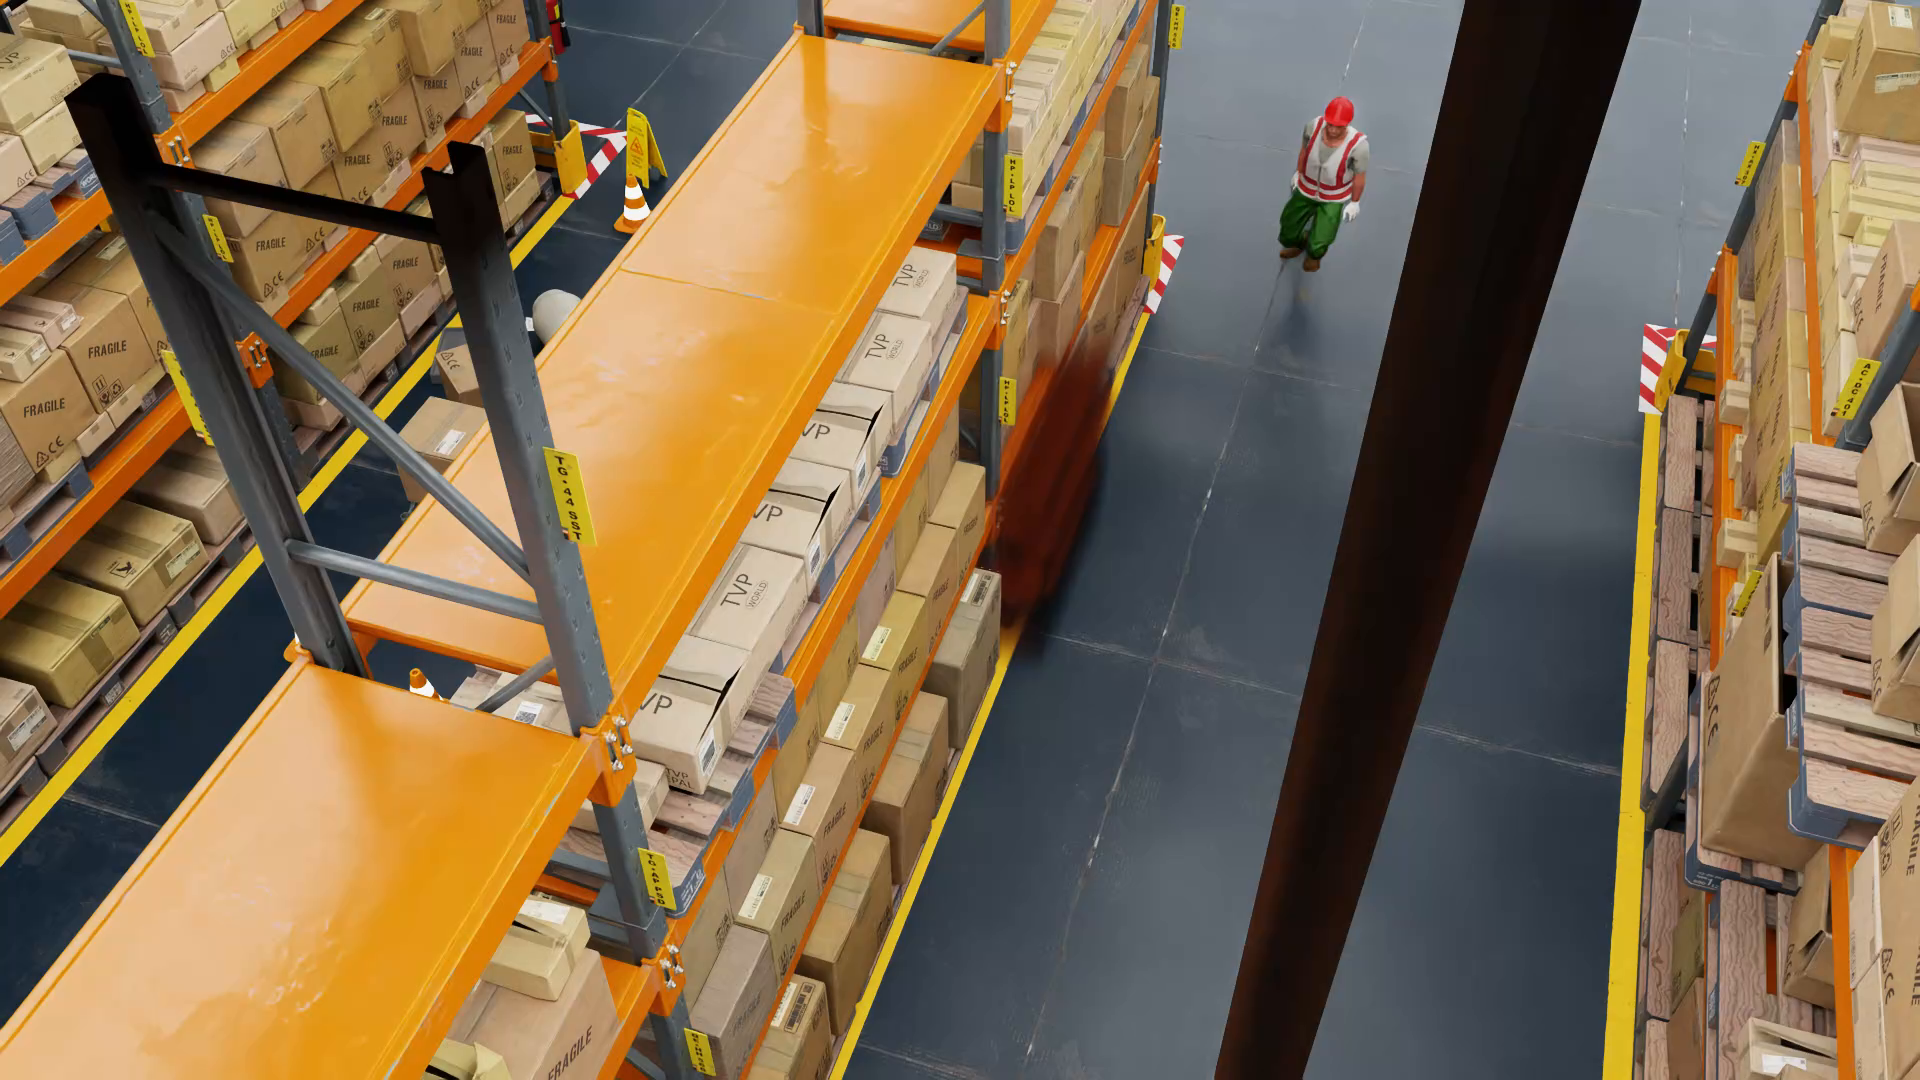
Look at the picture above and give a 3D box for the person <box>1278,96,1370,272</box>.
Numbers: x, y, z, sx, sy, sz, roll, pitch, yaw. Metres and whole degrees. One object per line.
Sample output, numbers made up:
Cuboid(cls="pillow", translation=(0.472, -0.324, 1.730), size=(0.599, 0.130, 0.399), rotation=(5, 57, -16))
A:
Cuboid(cls="person", translation=(2.698, -2.619, 12.276), size=(0.581, 1.599, 0.614), rotation=(21, 49, 19))
